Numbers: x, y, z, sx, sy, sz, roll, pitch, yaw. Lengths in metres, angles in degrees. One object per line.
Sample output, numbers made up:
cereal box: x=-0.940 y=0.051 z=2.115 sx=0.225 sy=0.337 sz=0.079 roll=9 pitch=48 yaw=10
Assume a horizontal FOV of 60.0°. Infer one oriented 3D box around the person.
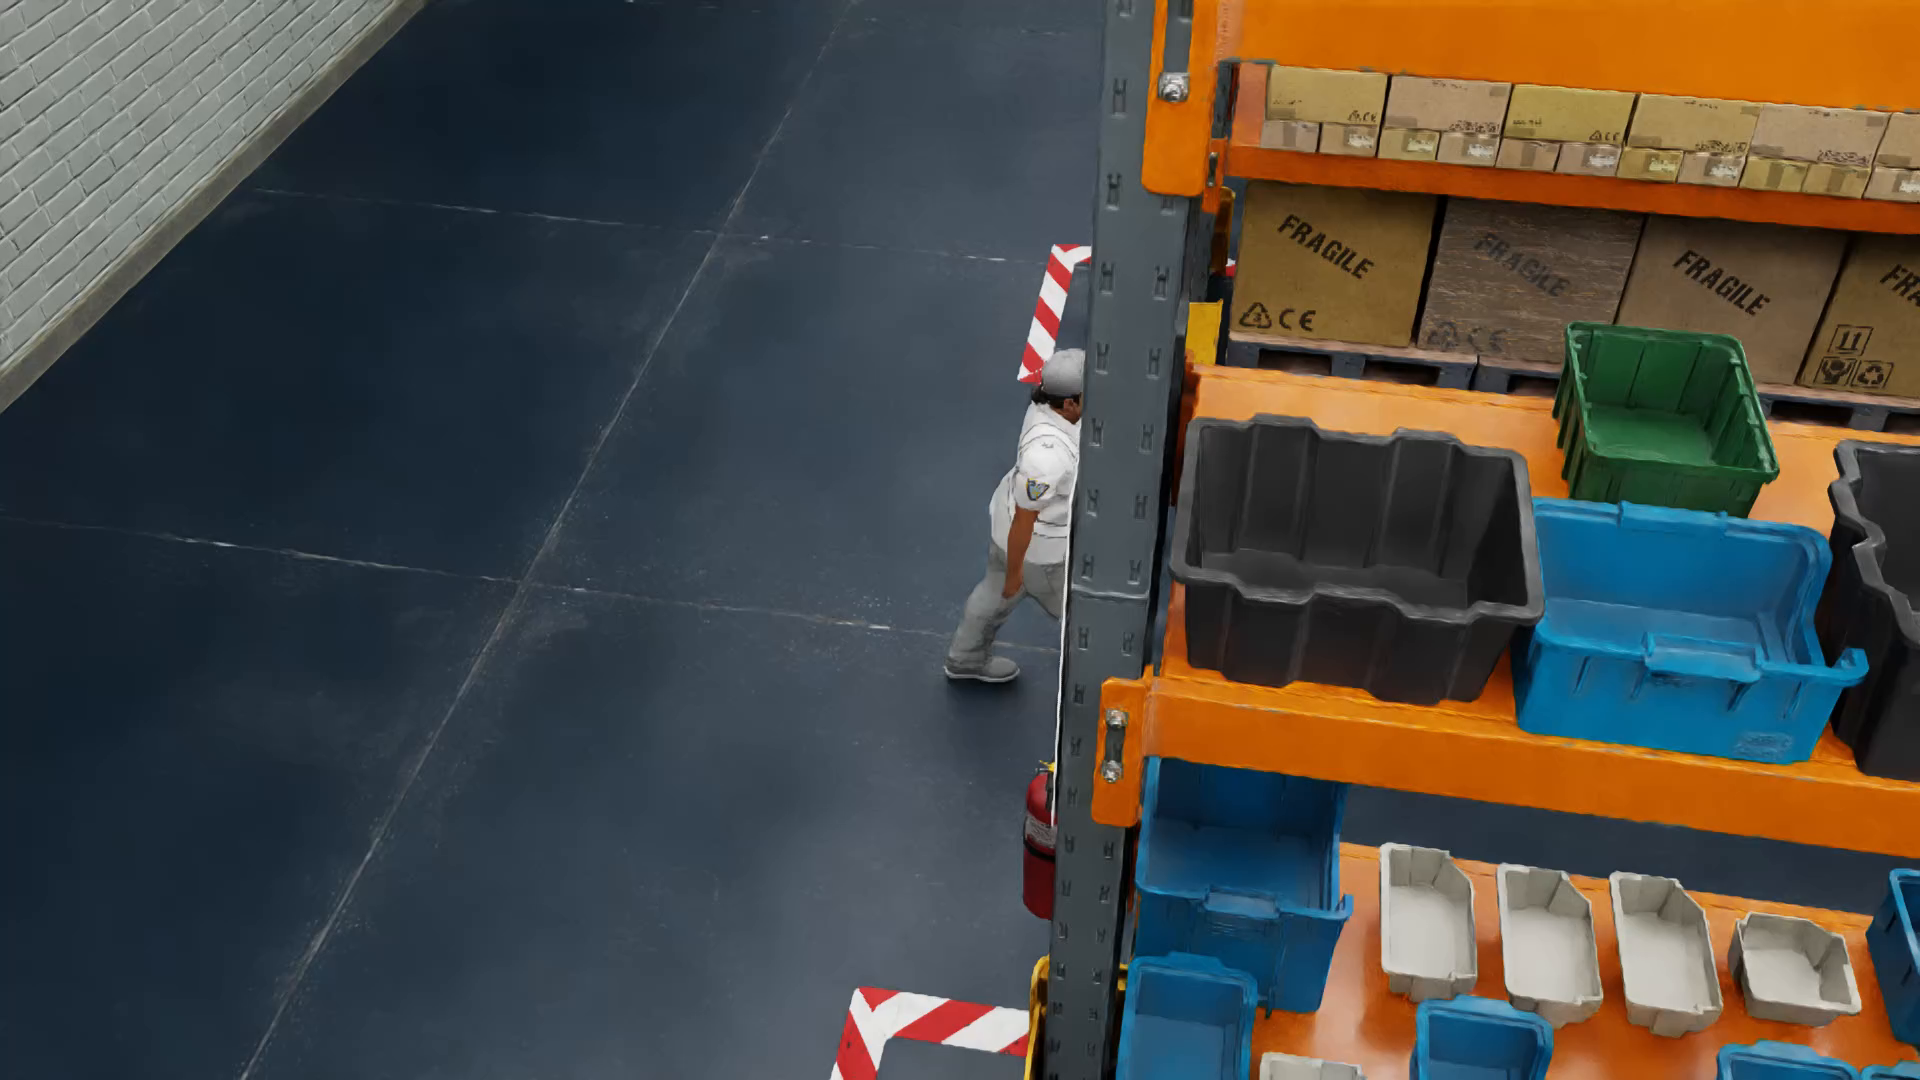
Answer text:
person: x=0.400 y=-0.047 z=6.211 sx=0.928 sy=1.606 sz=0.497 roll=1 pitch=41 yaw=1
